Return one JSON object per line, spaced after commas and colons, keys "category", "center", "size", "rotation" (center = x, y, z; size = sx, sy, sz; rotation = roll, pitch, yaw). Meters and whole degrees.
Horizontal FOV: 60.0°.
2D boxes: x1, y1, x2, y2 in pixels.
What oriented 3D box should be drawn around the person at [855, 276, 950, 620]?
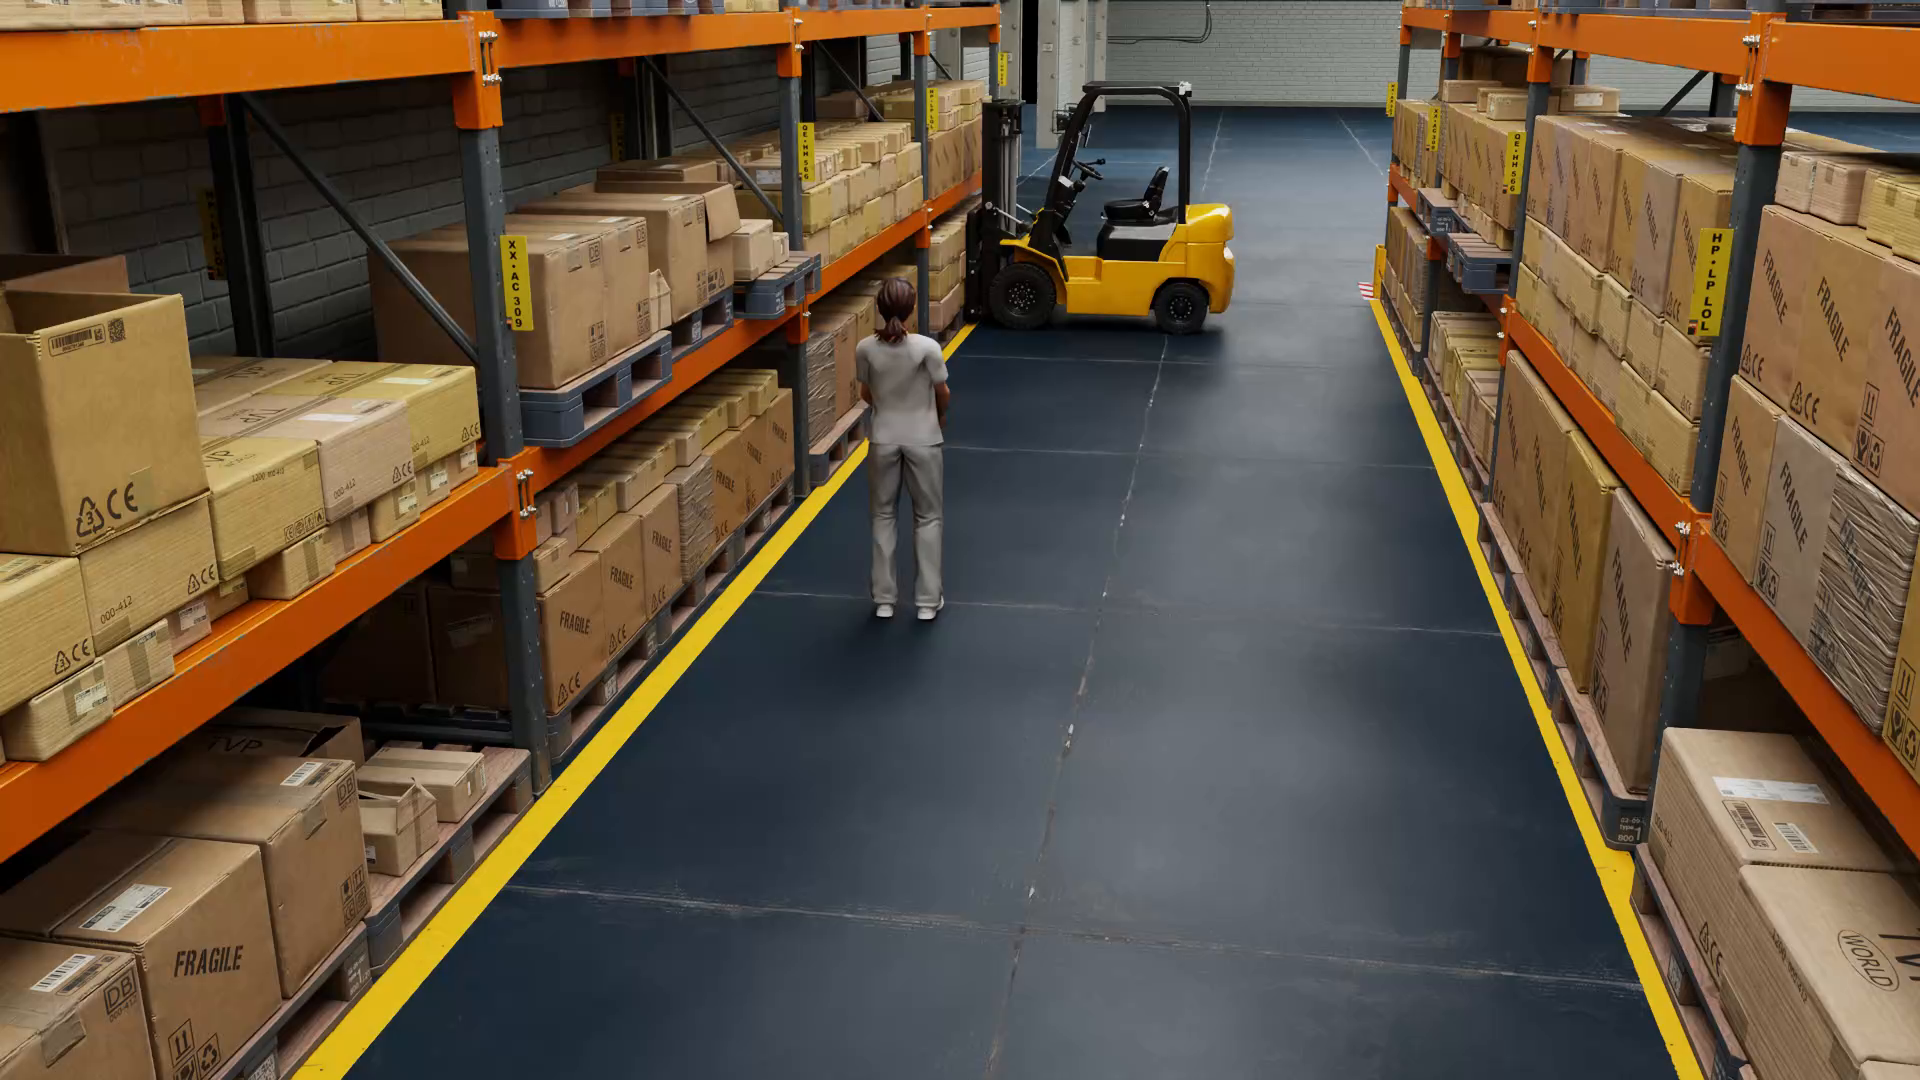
{"category": "person", "center": [-0.263, -0.454, 7.973], "size": [0.438, 1.662, 0.553], "rotation": [3, 18, 8]}
